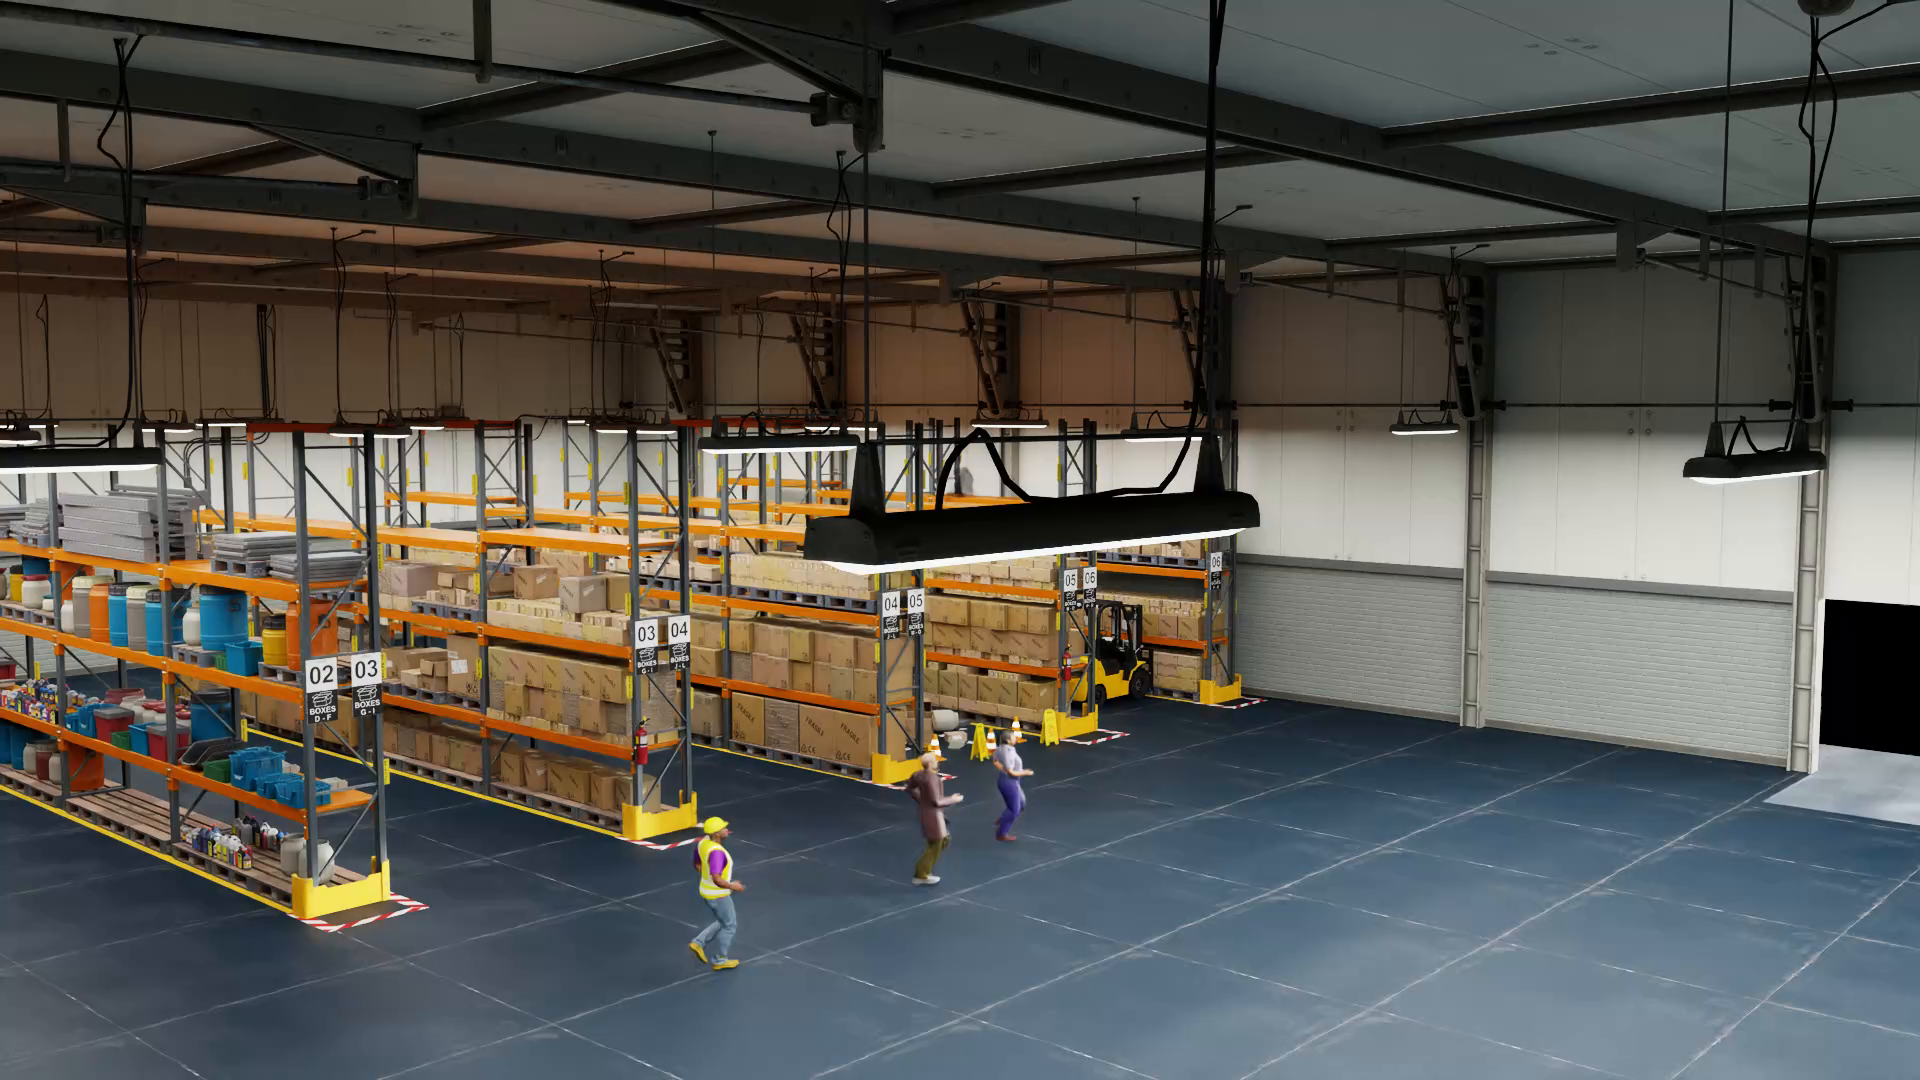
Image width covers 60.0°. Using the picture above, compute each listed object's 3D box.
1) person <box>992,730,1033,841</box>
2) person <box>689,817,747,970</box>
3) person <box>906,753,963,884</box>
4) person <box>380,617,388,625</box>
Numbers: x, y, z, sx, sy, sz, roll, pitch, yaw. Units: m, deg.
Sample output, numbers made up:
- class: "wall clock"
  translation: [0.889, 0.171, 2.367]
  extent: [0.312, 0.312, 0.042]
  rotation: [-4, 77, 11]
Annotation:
- class: "person"
  translation: [0.772, 3.555, 24.129]
  extent: [0.550, 1.592, 0.594]
  rotation: [-1, 5, -9]
- class: "person"
  translation: [-2.736, 3.950, 18.596]
  extent: [0.588, 1.727, 0.726]
  rotation: [-2, 5, -25]
- class: "person"
  translation: [-0.320, 3.664, 21.911]
  extent: [0.673, 1.762, 0.694]
  rotation: [-1, 5, -17]
- class: "person"
  translation: [-13.676, 2.231, 39.463]
  extent: [0.712, 1.739, 0.928]
  rotation: [3, 5, 32]
